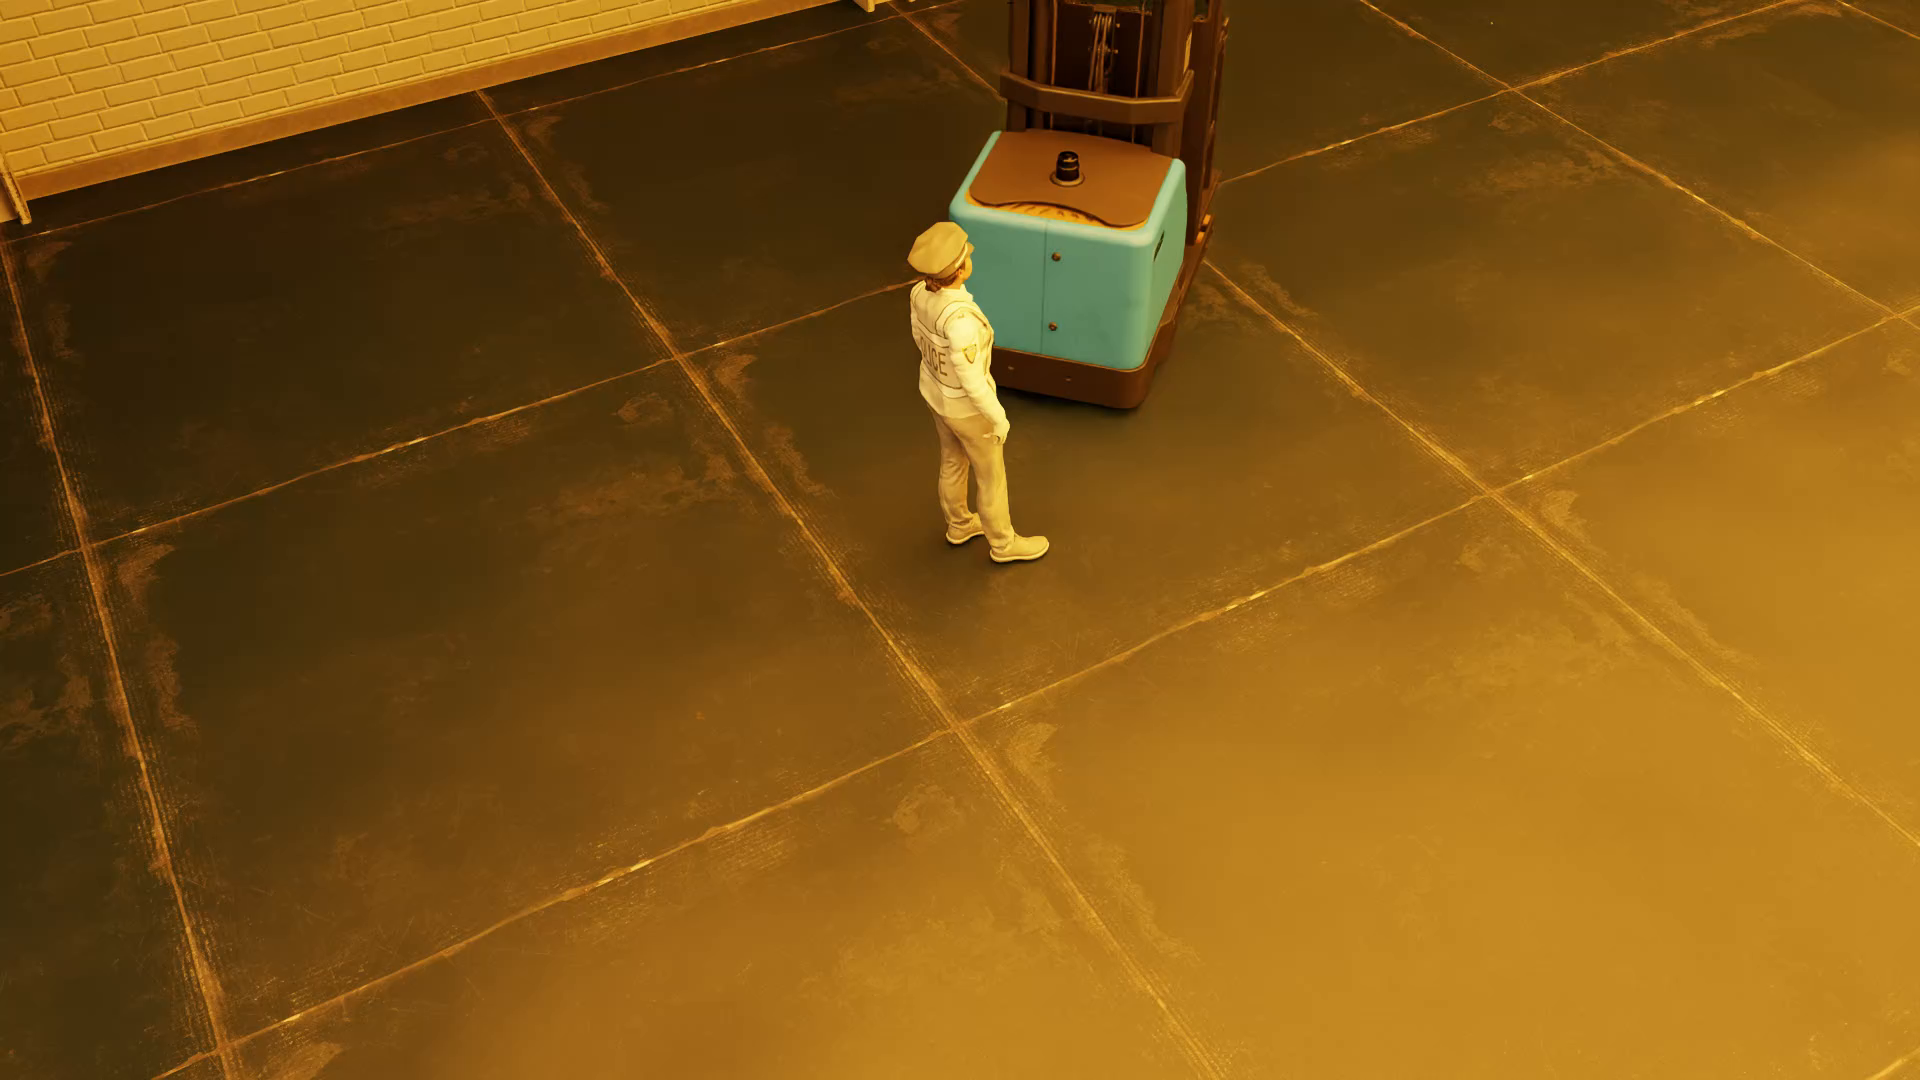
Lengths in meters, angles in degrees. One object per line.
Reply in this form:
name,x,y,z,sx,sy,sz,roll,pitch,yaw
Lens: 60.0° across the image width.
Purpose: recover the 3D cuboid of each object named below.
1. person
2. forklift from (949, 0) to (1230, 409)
person,0.063,-0.646,7.292,0.532,1.694,0.586,-21,47,-21
forklift,0.858,-2.759,8.673,1.130,2.935,3.031,12,44,13
